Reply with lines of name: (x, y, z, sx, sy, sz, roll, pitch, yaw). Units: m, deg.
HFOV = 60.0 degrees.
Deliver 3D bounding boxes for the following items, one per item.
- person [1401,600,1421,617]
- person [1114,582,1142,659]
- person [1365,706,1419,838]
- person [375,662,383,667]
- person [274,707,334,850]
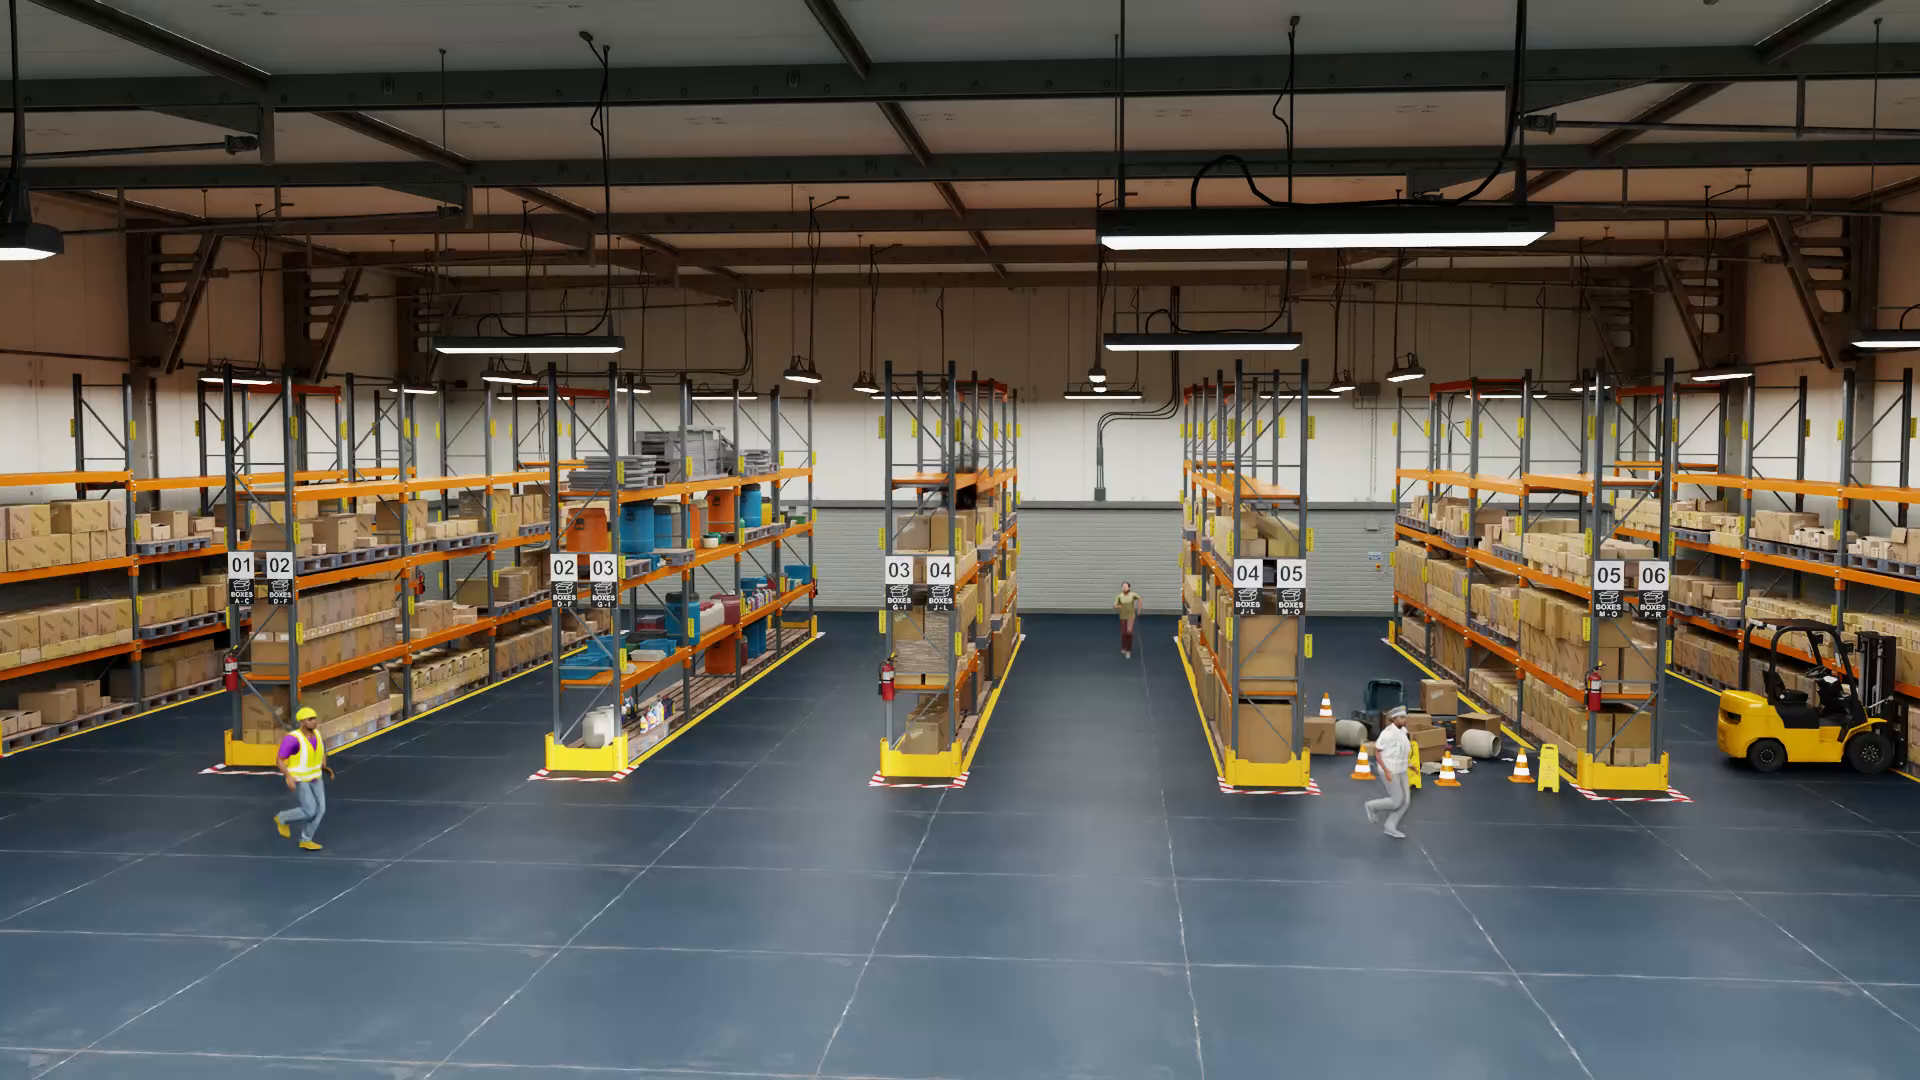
person: (11.013, 1.492, 40.364, 0.708, 1.731, 0.769, 2, 4, 30)
person: (3.700, 1.757, 36.717, 0.581, 1.699, 0.860, 1, 4, 14)
person: (5.333, 2.843, 20.528, 0.561, 1.641, 0.590, -3, 5, -40)
person: (-12.038, 1.936, 34.379, 0.538, 1.605, 0.877, 0, 4, -6)
person: (-7.866, 2.845, 19.885, 0.620, 1.710, 0.689, 2, 4, 24)
